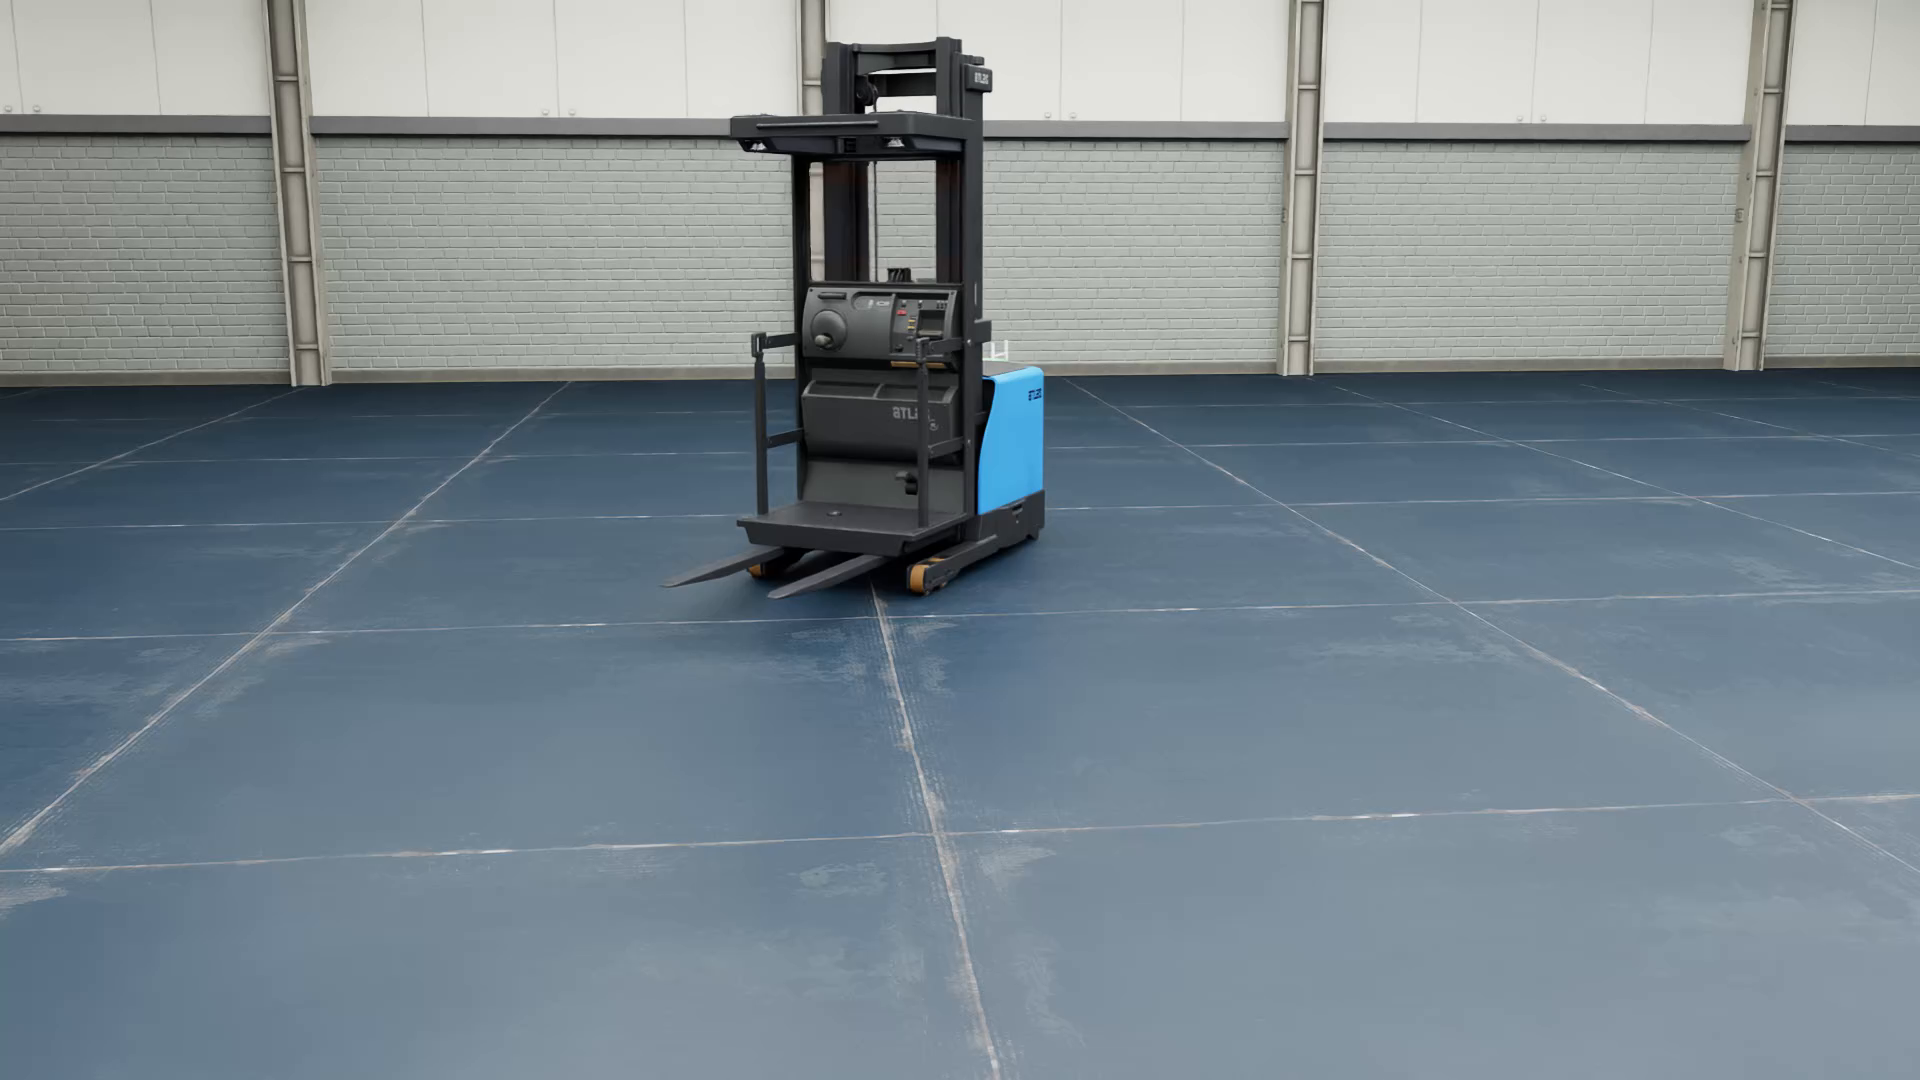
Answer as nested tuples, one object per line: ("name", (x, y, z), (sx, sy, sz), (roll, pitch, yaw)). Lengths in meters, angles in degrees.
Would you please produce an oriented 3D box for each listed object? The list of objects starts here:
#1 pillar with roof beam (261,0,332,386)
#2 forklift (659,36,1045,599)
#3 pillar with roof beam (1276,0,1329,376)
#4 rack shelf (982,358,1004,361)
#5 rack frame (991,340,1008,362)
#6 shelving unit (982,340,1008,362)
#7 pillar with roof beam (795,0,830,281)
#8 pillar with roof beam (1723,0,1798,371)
("pillar with roof beam", (-7.234, -5.436, 14.693), (0.400, 9.000, 9.100), (-1, 11, -6))
("forklift", (-0.538, -1.239, 9.071), (1.130, 2.935, 3.031), (5, 12, 24))
("pillar with roof beam", (4.696, -5.686, 15.965), (0.400, 9.000, 9.100), (-1, 11, -6))
("rack shelf", (0.028, -1.100, 10.694), (0.480, 0.148, 0.258), (5, 12, 23))
("rack frame", (0.251, -0.672, 10.677), (0.015, 1.200, 0.240), (5, 12, 23))
("shelving unit", (0.028, -0.691, 10.774), (0.503, 1.200, 0.258), (5, 12, 23))
("pillar with roof beam", (-1.269, -5.561, 15.329), (0.400, 9.000, 9.100), (-1, 11, -6))
("pillar with roof beam", (10.661, -5.811, 16.601), (0.400, 9.000, 9.100), (-1, 11, -6))
